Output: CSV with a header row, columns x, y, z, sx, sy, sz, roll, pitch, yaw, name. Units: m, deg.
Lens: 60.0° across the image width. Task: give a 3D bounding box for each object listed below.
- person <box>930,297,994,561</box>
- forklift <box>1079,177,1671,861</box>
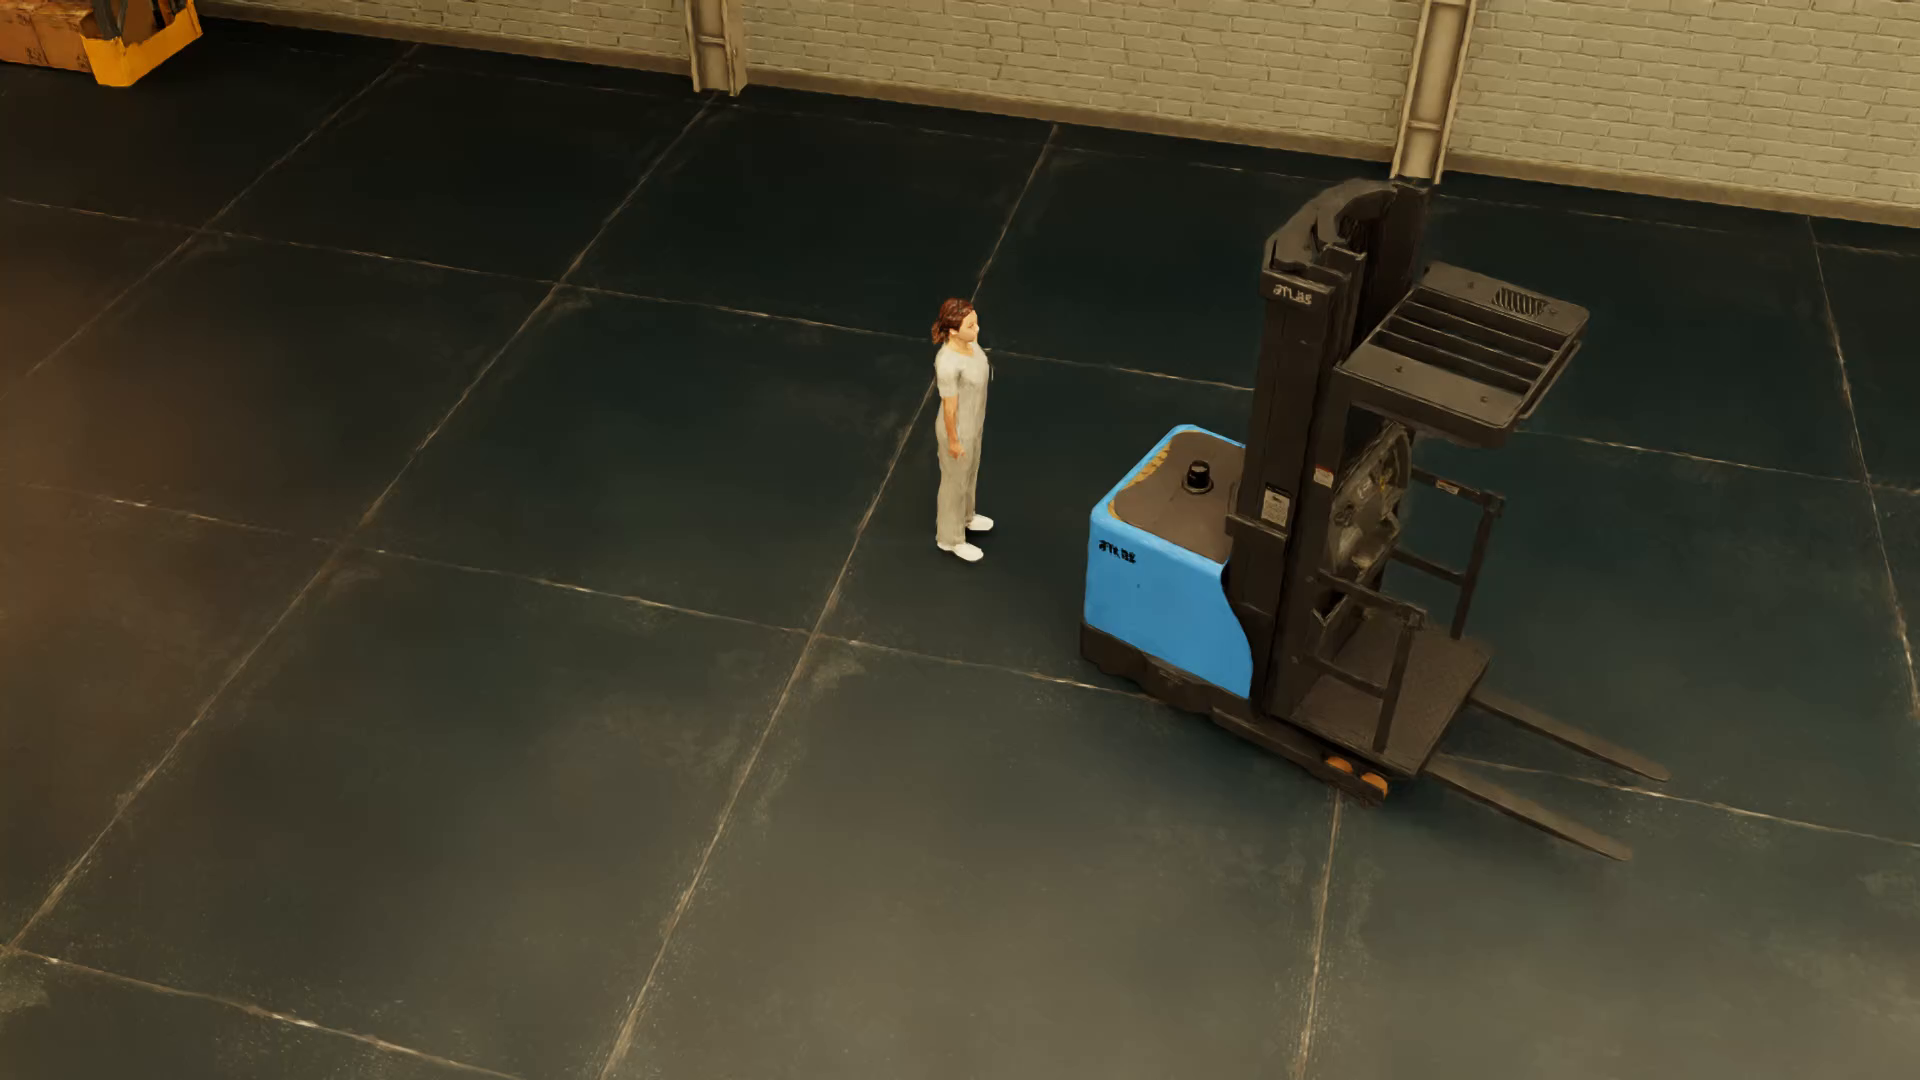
x,y,z,sx,sy,sz,roll,pitch,yaw,name
0.009,-0.658,9.507,0.365,1.672,0.432,10,42,11,person
2.163,-0.144,8.026,3.031,2.935,1.130,25,47,26,forklift
